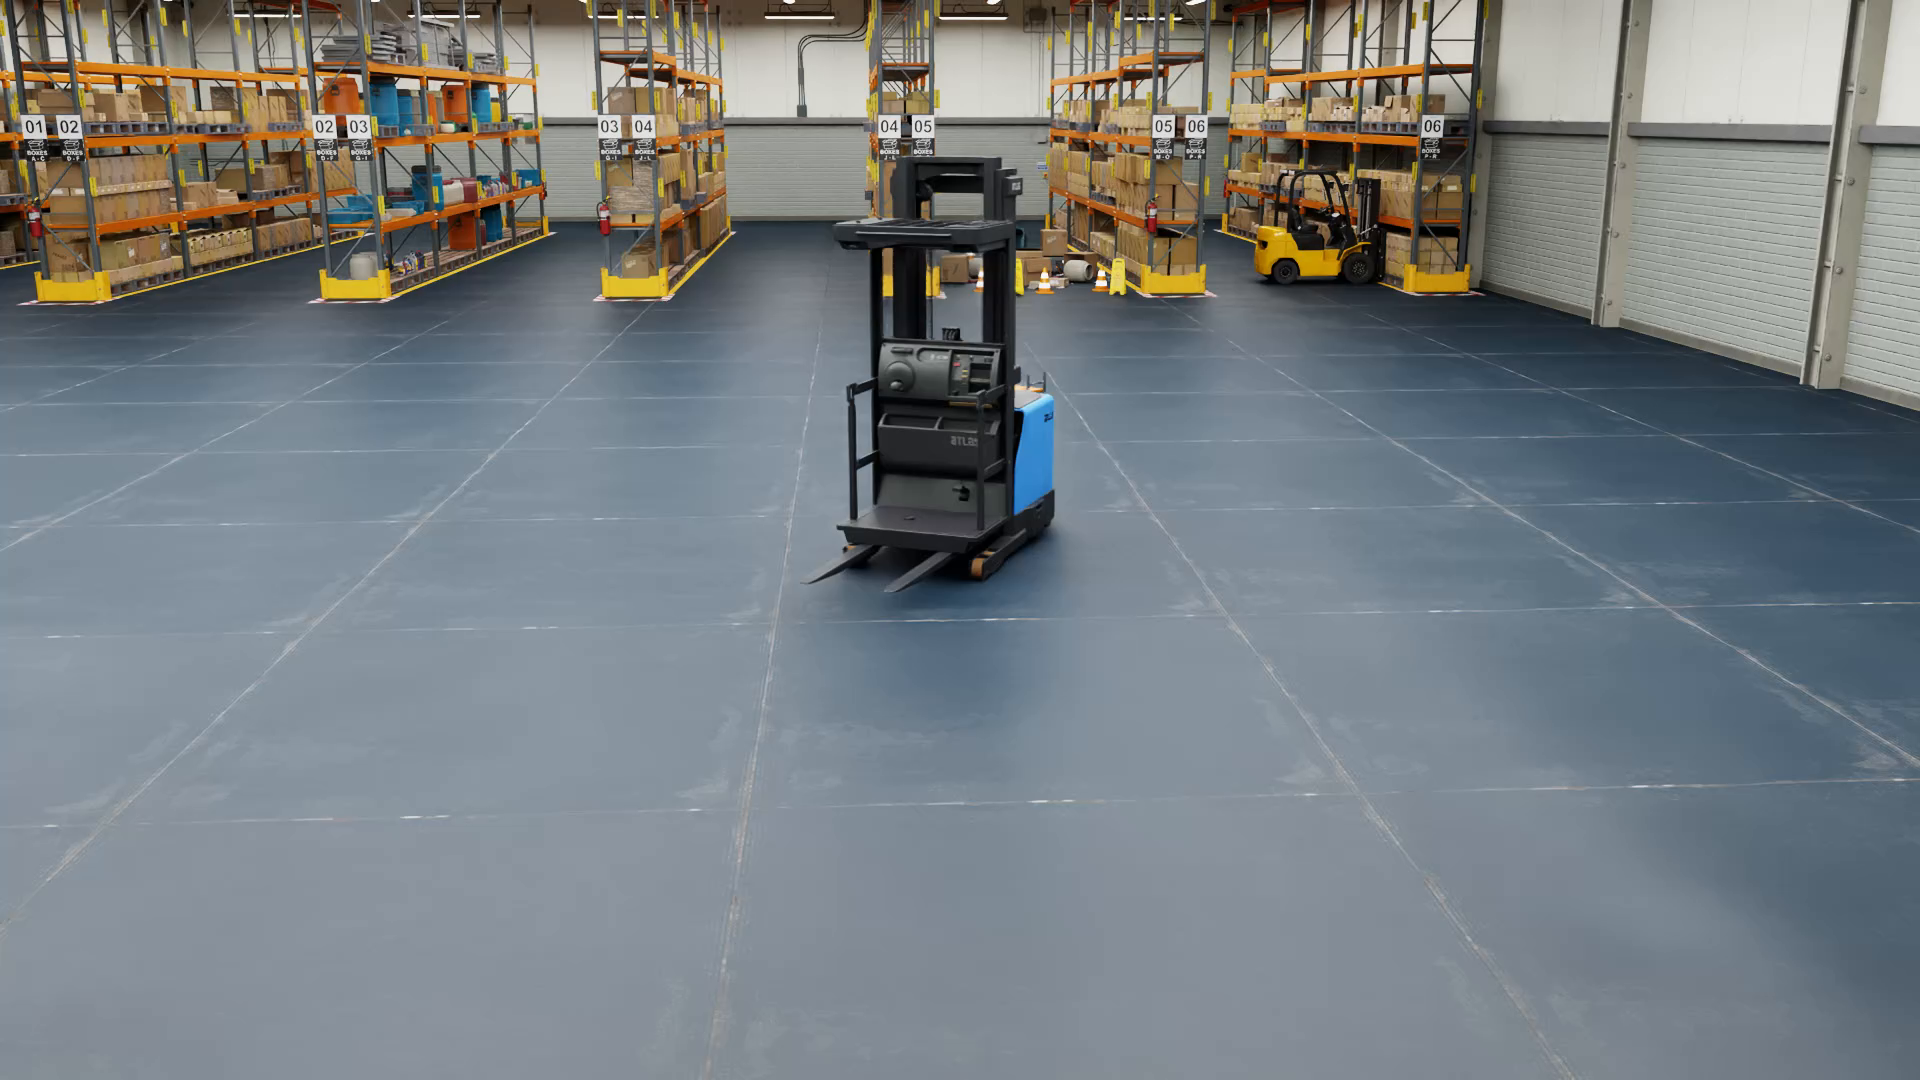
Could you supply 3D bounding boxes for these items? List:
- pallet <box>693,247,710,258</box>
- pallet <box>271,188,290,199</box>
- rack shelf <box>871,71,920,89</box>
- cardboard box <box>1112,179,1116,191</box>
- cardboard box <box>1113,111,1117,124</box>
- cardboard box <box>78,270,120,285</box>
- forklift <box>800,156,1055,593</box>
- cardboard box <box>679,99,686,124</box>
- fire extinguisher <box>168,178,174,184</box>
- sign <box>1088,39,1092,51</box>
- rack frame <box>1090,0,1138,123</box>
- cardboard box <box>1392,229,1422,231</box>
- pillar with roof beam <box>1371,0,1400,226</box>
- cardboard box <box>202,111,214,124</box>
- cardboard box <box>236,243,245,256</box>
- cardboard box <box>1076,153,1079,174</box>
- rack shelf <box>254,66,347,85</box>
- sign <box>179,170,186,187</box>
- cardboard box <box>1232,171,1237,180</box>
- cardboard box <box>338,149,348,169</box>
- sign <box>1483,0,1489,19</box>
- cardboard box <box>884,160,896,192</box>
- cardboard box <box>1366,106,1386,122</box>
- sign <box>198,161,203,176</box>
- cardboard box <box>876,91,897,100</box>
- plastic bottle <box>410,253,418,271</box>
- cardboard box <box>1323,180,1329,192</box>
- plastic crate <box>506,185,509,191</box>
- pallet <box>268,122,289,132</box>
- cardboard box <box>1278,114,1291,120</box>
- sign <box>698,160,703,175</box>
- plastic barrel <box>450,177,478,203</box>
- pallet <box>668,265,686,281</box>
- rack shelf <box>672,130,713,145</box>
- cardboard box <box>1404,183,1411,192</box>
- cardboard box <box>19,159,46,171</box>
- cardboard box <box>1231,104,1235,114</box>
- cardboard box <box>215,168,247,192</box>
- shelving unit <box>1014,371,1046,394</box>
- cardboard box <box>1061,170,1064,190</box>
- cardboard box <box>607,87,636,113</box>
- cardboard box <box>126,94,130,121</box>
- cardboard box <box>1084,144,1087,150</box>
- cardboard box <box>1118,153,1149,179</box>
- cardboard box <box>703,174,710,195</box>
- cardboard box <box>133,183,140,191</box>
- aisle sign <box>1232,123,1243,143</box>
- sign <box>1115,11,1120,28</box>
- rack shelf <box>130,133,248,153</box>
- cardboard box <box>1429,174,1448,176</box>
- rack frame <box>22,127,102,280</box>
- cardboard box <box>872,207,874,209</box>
[{"bbox_3d":[-6.389,-6.738,38.790,1.003,0.211,1.213,-1,14,-3],"label":"pallet"},{"bbox_3d":[-16.428,-8.130,38.988,1.003,0.211,1.213,-1,14,-3],"label":"pallet"},{"bbox_3d":[-1.335,-9.808,35.334,1.077,0.370,4.000,-1,14,-3],"label":"rack shelf"},{"bbox_3d":[3.466,-7.556,34.735,0.500,0.500,0.500,-1,14,-4],"label":"cardboard box"},{"bbox_3d":[3.516,-8.902,35.042,0.500,0.250,0.500,-1,14,-3],"label":"cardboard box"},{"bbox_3d":[-15.618,-4.758,30.174,0.500,0.250,0.500,-1,14,-3],"label":"cardboard box"},{"bbox_3d":[-0.225,-1.245,11.985,1.130,2.935,3.031,5,15,20],"label":"forklift"},{"bbox_3d":[-6.157,-8.955,34.741,0.797,0.503,0.637,0,14,-1],"label":"cardboard box"},{"bbox_3d":[-21.291,-9.478,44.746,0.296,0.674,0.183,-1,14,-3],"label":"fire extinguisher"},{"bbox_3d":[3.523,-13.434,45.148,0.100,0.325,0.005,-1,14,-3],"label":"sign"},{"bbox_3d":[3.476,-10.949,37.523,1.000,3.000,0.127,-1,14,-3],"label":"rack frame"},{"bbox_3d":[8.965,-6.111,33.428,0.500,0.250,0.500,-1,14,-3],"label":"cardboard box"},{"bbox_3d":[5.113,-10.650,36.360,9.100,9.000,0.400,-1,14,-3],"label":"pillar with roof beam"},{"bbox_3d":[-16.144,-8.938,35.183,0.500,0.250,0.500,-1,14,-5],"label":"cardboard box"},{"bbox_3d":[-15.991,-6.356,36.383,0.500,0.250,0.500,-1,14,-4],"label":"cardboard box"},{"bbox_3d":[3.094,-9.078,40.083,0.500,0.500,0.500,-1,14,-4],"label":"cardboard box"},{"bbox_3d":[-16.675,-11.787,42.227,1.077,0.370,4.000,-1,14,-3],"label":"rack shelf"},{"bbox_3d":[-15.501,-7.211,33.136,0.100,0.325,0.005,-1,14,-3],"label":"sign"},{"bbox_3d":[7.725,-9.940,45.344,0.500,0.250,0.500,-1,14,-3],"label":"cardboard box"},{"bbox_3d":[-16.464,-10.029,43.779,0.500,0.500,0.500,0,14,-2],"label":"cardboard box"},{"bbox_3d":[9.480,-9.573,29.982,0.100,0.325,0.005,-1,14,-3],"label":"sign"},{"bbox_3d":[-0.947,-6.641,30.351,0.875,0.550,0.550,-1,14,-3],"label":"cardboard box"},{"bbox_3d":[8.486,-8.577,33.459,0.500,0.311,0.500,-1,14,-2],"label":"cardboard box"},{"bbox_3d":[-16.844,-8.251,36.909,0.100,0.325,0.005,-1,14,-3],"label":"sign"},{"bbox_3d":[-1.322,-8.000,29.941,0.380,0.149,0.250,-1,14,-3],"label":"cardboard box"},{"bbox_3d":[-10.751,-5.466,32.684,0.144,0.351,0.185,-1,14,-4],"label":"plastic bottle"},{"bbox_3d":[8.314,-7.795,36.601,0.500,0.250,0.500,-1,14,-3],"label":"cardboard box"},{"bbox_3d":[-11.493,-8.829,41.729,0.396,0.136,0.243,-1,14,-3],"label":"plastic crate"},{"bbox_3d":[-16.513,-9.674,38.964,1.213,0.211,1.003,-1,14,-3],"label":"pallet"},{"bbox_3d":[7.924,-10.237,40.234,0.380,0.149,0.250,-1,14,-2],"label":"cardboard box"},{"bbox_3d":[-5.874,-8.424,37.583,0.100,0.325,0.005,-1,14,-3],"label":"sign"},{"bbox_3d":[-11.028,-7.770,36.931,0.600,0.536,0.708,-1,14,-3],"label":"plastic barrel"},{"bbox_3d":[-6.091,-5.379,33.510,1.003,0.211,1.213,-1,14,-3],"label":"pallet"},{"bbox_3d":[-6.539,-9.493,39.325,1.077,0.370,4.000,-1,14,-3],"label":"rack shelf"},{"bbox_3d":[8.579,-6.639,31.309,0.380,0.149,0.250,-1,14,-3],"label":"cardboard box"},{"bbox_3d":[-21.052,-8.477,37.612,0.500,0.250,0.500,-1,14,-4],"label":"cardboard box"},{"bbox_3d":[7.711,-11.763,45.406,0.500,0.250,0.500,-1,14,-4],"label":"cardboard box"},{"bbox_3d":[-16.454,-8.146,37.622,0.700,0.500,0.500,-6,16,-22],"label":"cardboard box"},{"bbox_3d":[0.433,-0.808,13.759,0.503,1.200,0.258,12,19,39],"label":"shelving unit"},{"bbox_3d":[2.907,-9.326,43.054,0.500,0.500,0.500,-1,14,-5],"label":"cardboard box"},{"bbox_3d":[-6.268,-8.170,30.940,0.500,0.500,0.500,-1,14,-3],"label":"cardboard box"},{"bbox_3d":[-16.079,-8.107,31.163,0.797,0.503,0.637,1,14,3],"label":"cardboard box"},{"bbox_3d":[3.377,-10.095,42.731,0.380,0.149,0.250,-1,14,-4],"label":"cardboard box"},{"bbox_3d":[3.544,-7.486,33.296,0.700,0.500,0.500,-1,14,-3],"label":"cardboard box"},{"bbox_3d":[-6.298,-8.569,40.111,0.500,0.500,0.500,-1,14,-4],"label":"cardboard box"},{"bbox_3d":[-15.728,-6.661,31.391,0.380,0.149,0.250,0,14,-2],"label":"cardboard box"},{"bbox_3d":[7.637,-11.383,46.029,0.394,0.787,0.004,-1,14,-3],"label":"aisle sign"},{"bbox_3d":[3.170,-10.474,33.481,0.100,0.325,0.005,-1,14,-3],"label":"sign"},{"bbox_3d":[-16.179,-8.346,34.868,1.077,0.370,4.000,-1,14,-3],"label":"rack shelf"},{"bbox_3d":[9.105,-6.856,31.555,0.380,0.149,0.250,-1,14,-2],"label":"cardboard box"},{"bbox_3d":[-15.807,-5.749,29.352,1.000,3.000,0.127,-1,14,-3],"label":"rack frame"},{"bbox_3d":[-1.924,-8.105,41.178,0.500,0.250,0.500,-2,15,-6],"label":"cardboard box"}]
